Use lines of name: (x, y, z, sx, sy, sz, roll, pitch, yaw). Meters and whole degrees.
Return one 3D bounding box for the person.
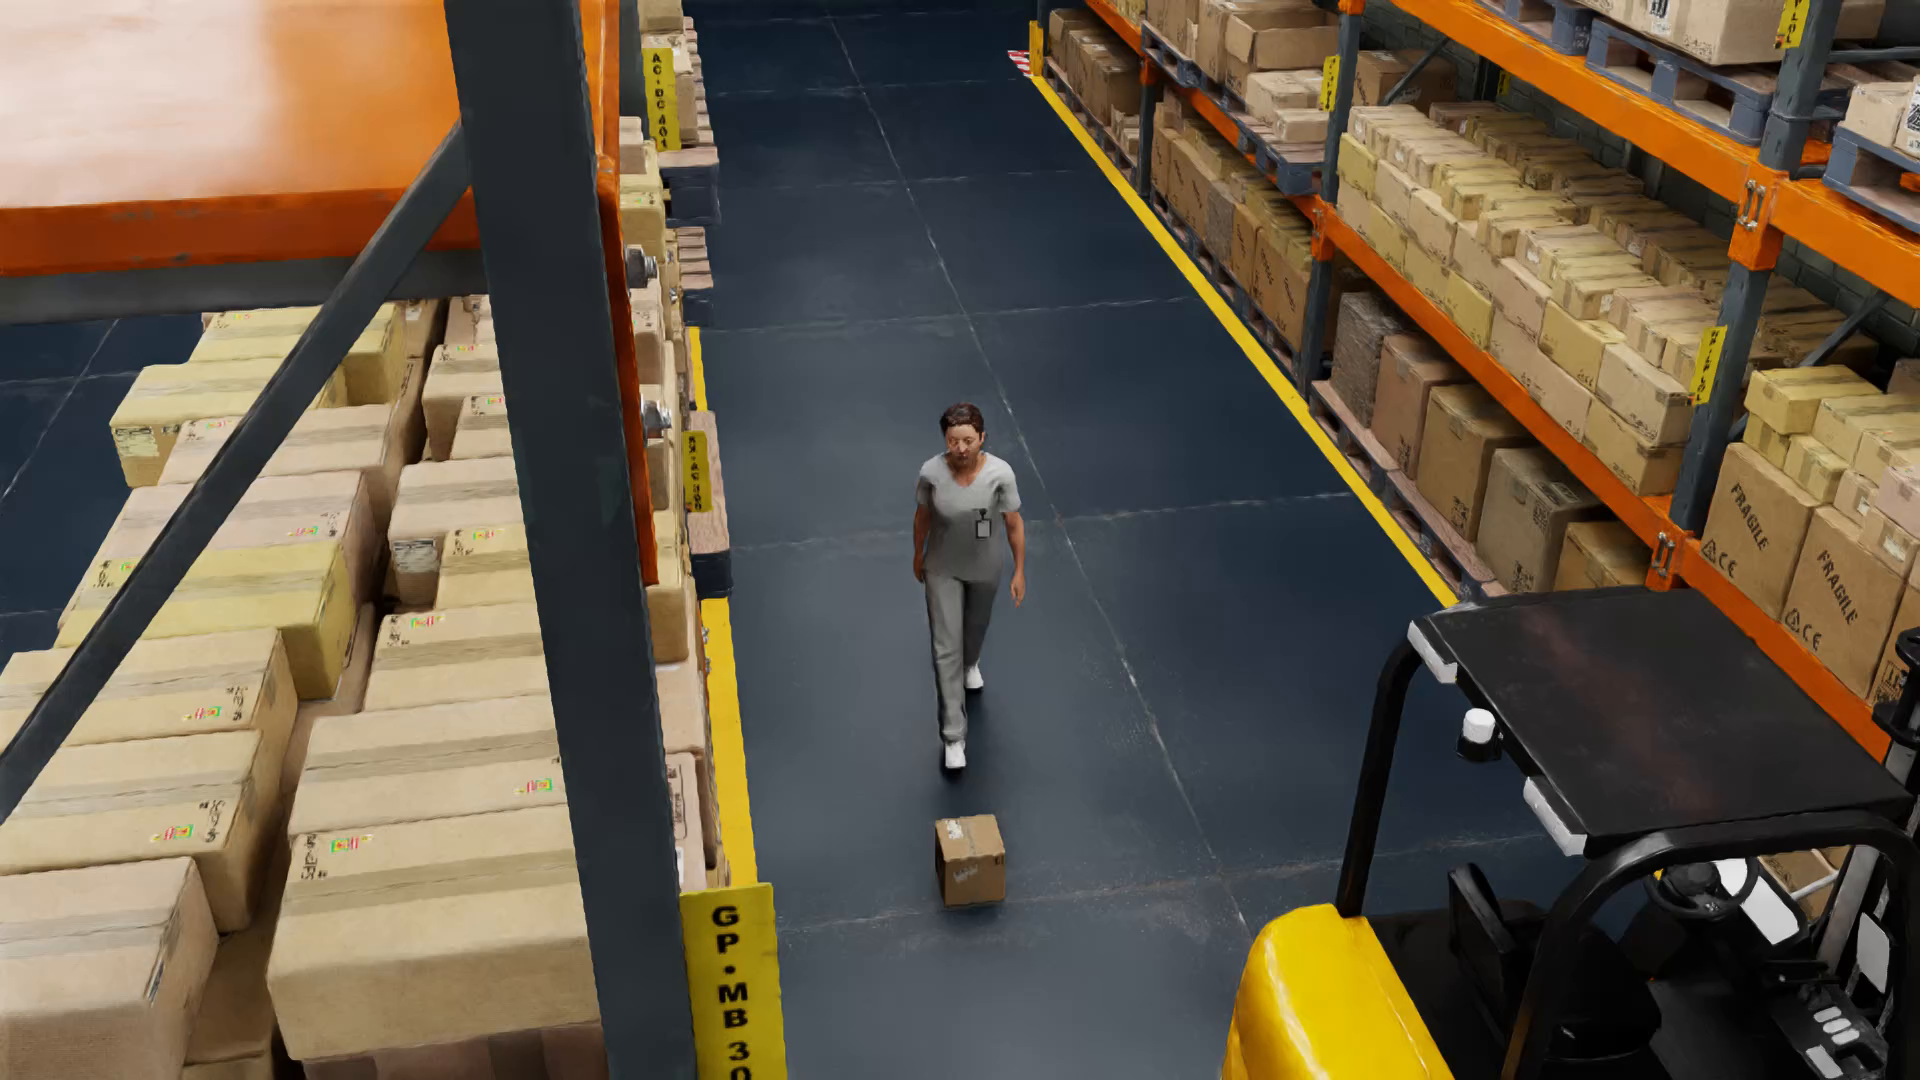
person: (0.043, 0.139, 7.411, 0.499, 1.629, 0.931, -1, 31, -2)
